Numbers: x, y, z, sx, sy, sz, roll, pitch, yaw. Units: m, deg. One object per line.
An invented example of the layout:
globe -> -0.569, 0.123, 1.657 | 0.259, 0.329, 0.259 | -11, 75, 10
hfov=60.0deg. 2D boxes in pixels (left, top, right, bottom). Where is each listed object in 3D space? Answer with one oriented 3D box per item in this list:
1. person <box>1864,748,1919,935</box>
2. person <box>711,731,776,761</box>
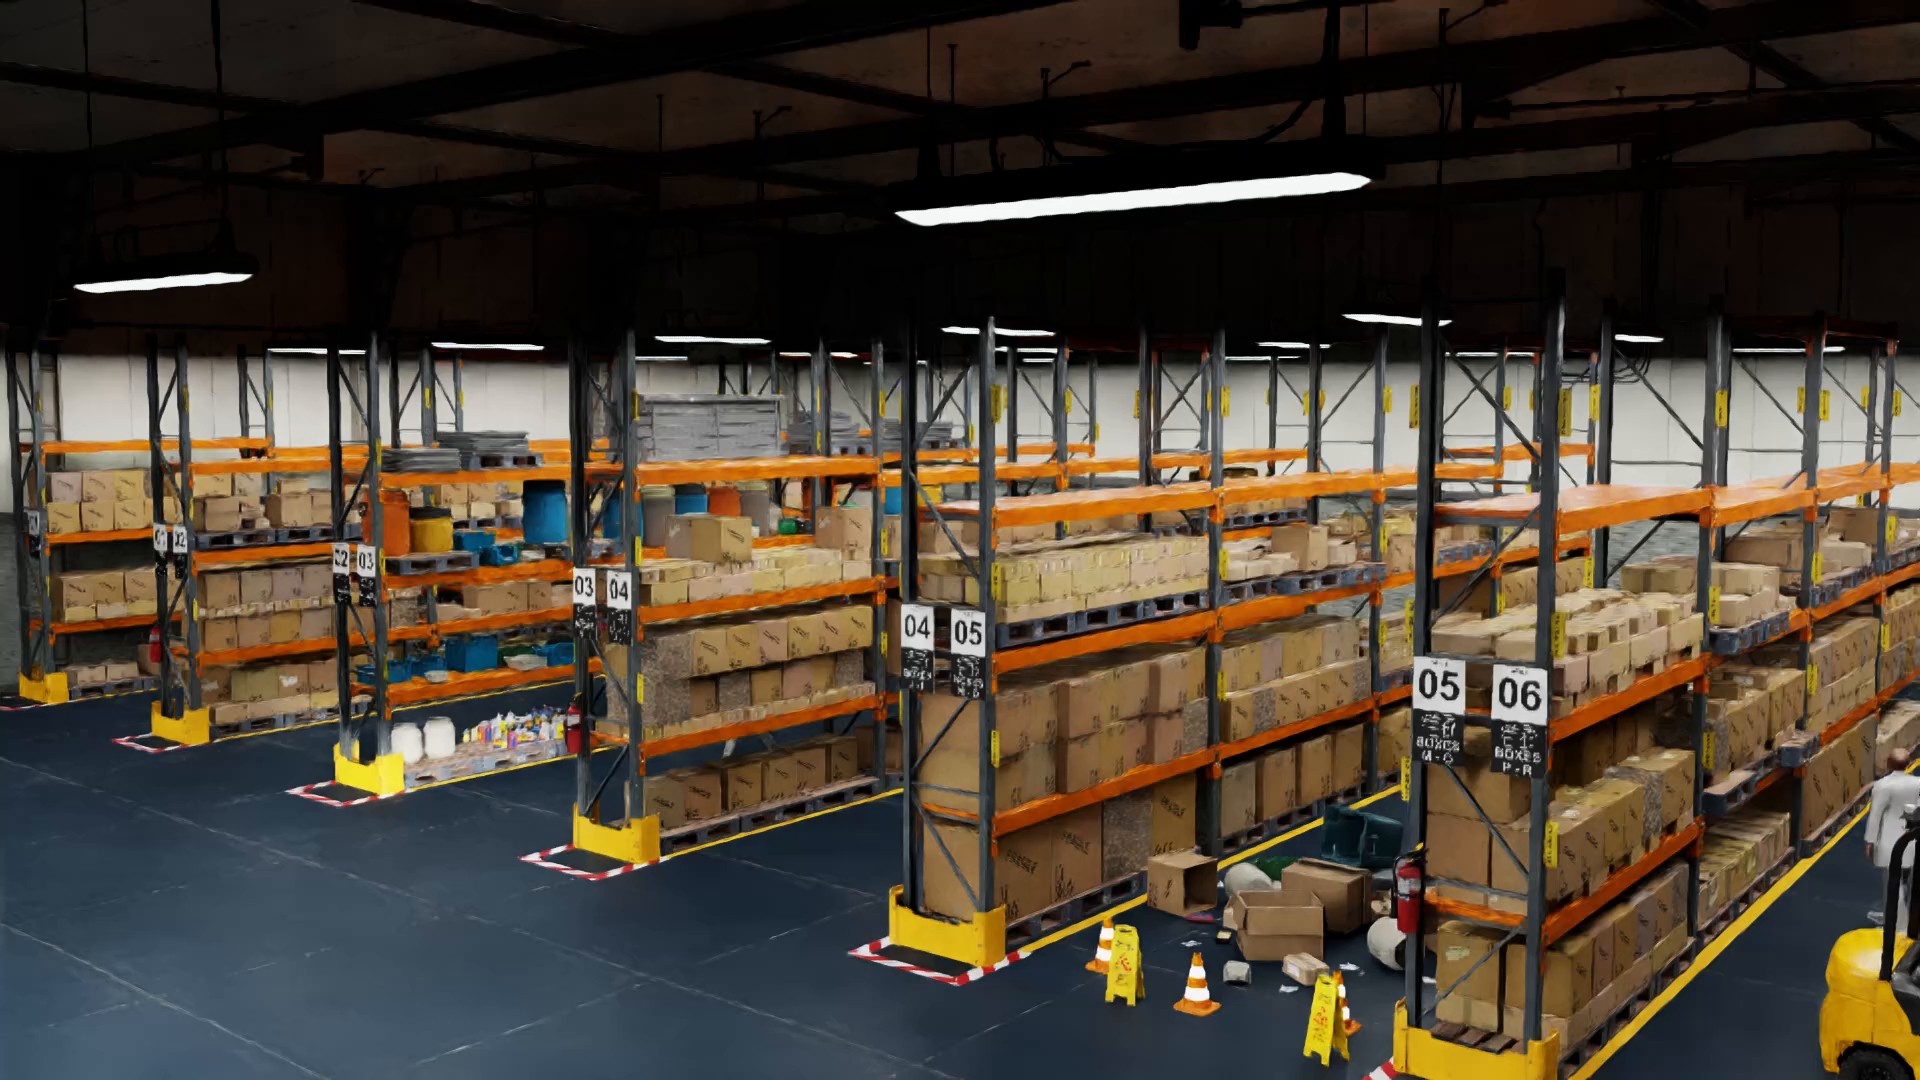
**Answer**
person -> 8.845, 2.843, 15.778 | 0.677, 1.775, 0.636 | -2, 5, -20
person -> -2.936, 2.286, 22.829 | 0.997, 1.621, 0.481 | -5, 7, -42
